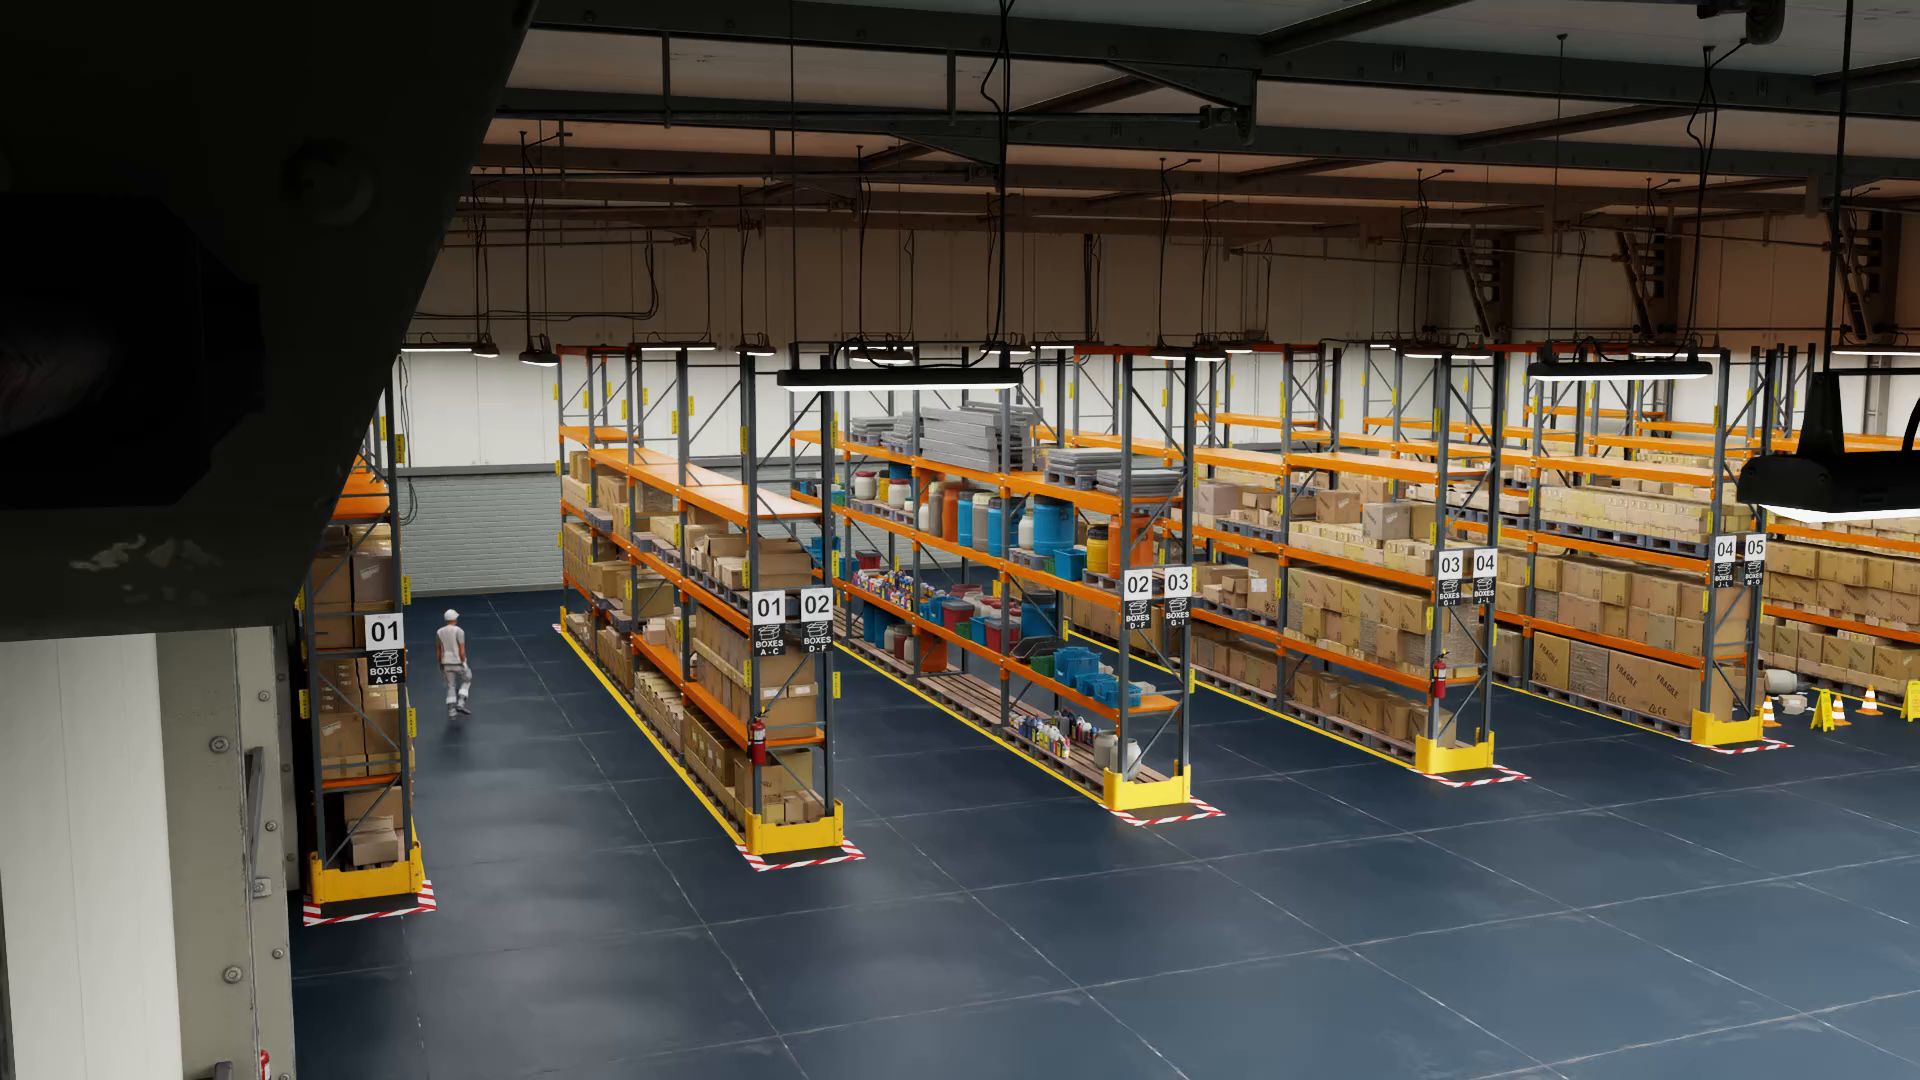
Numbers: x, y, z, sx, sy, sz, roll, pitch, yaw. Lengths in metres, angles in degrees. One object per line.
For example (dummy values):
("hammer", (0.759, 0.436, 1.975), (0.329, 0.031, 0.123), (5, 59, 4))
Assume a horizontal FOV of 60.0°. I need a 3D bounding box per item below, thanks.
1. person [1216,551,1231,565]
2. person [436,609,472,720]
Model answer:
("person", (6.667, 0.148, 41.801), (0.717, 1.752, 0.571), (-2, 8, -15))
("person", (-8.233, 2.009, 26.982), (0.548, 1.764, 0.468), (0, 7, -2))
